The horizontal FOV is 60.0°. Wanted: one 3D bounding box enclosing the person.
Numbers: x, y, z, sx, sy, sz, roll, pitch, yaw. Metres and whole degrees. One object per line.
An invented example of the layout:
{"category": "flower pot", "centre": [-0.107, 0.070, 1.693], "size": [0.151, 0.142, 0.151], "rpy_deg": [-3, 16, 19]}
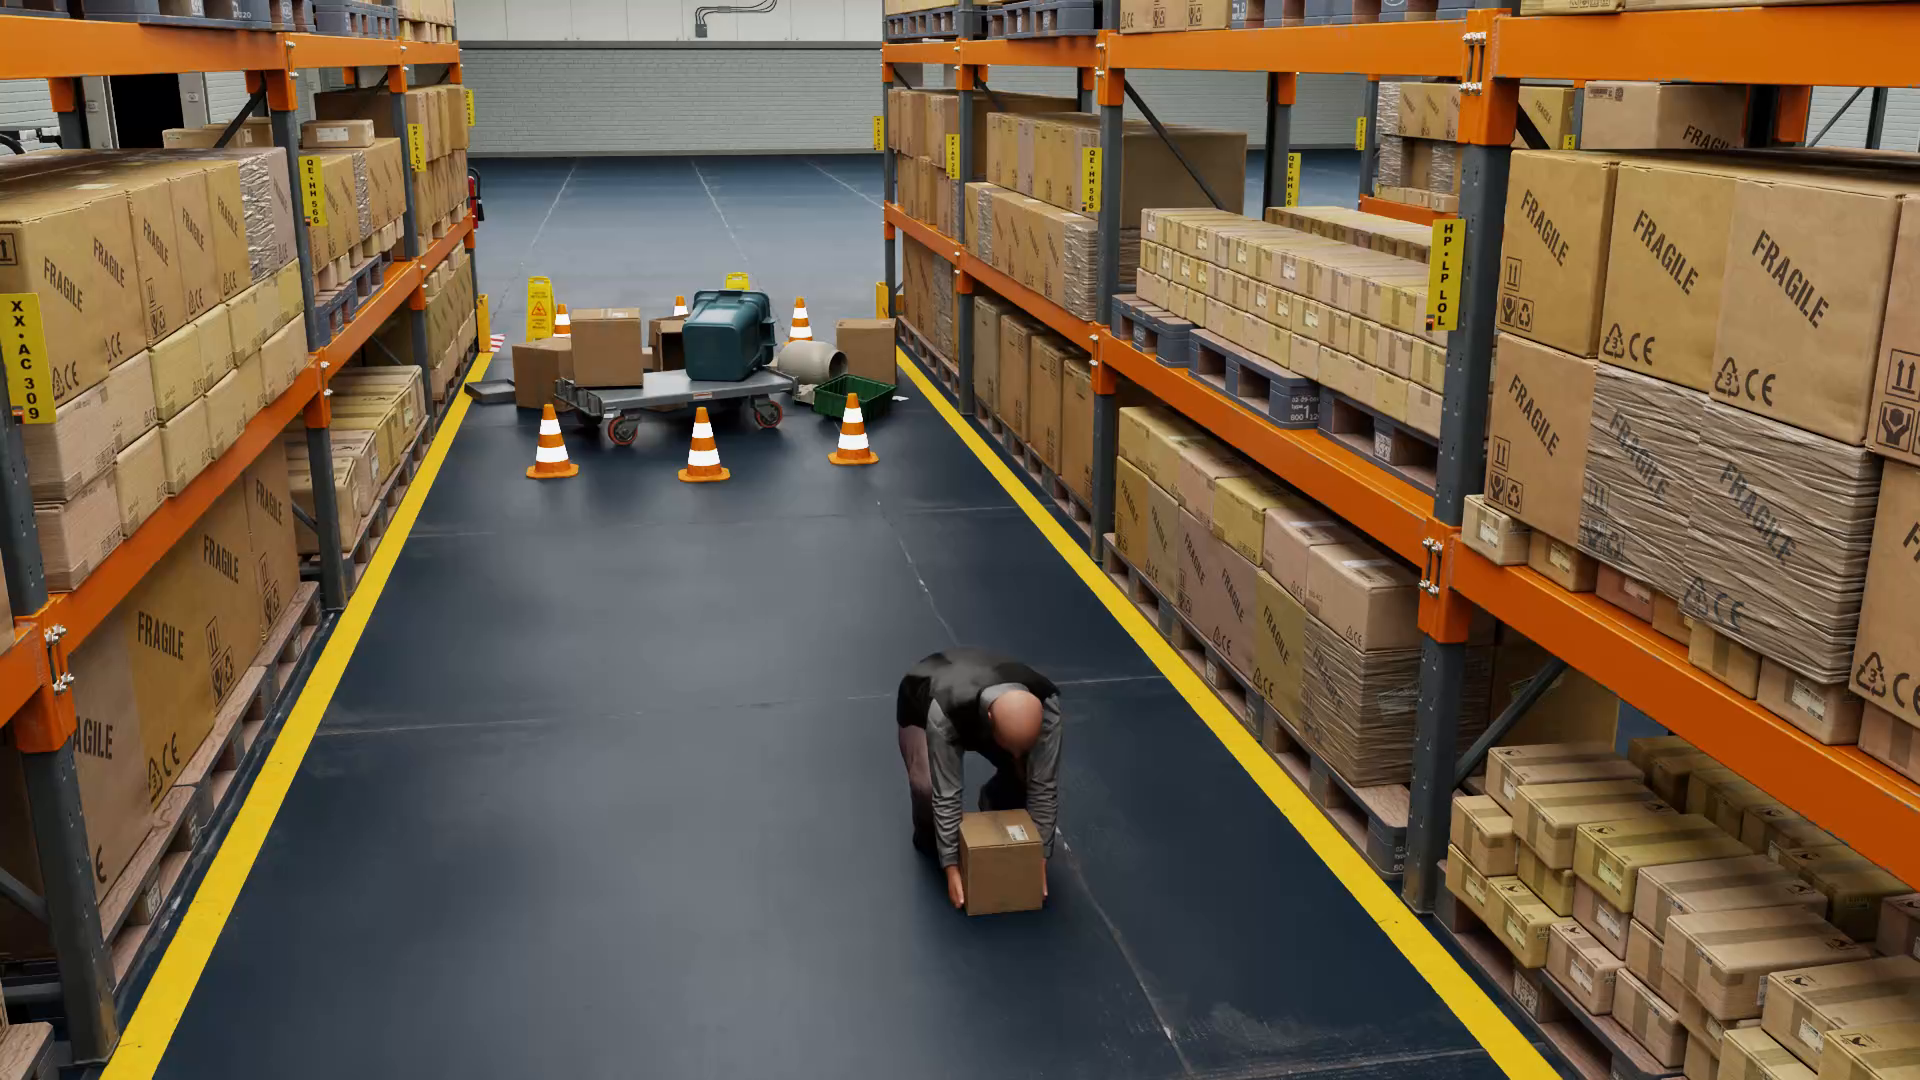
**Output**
{"category": "person", "centre": [0.066, 0.782, 5.770], "size": [0.514, 0.827, 0.914], "rpy_deg": [-3, 17, -11]}
